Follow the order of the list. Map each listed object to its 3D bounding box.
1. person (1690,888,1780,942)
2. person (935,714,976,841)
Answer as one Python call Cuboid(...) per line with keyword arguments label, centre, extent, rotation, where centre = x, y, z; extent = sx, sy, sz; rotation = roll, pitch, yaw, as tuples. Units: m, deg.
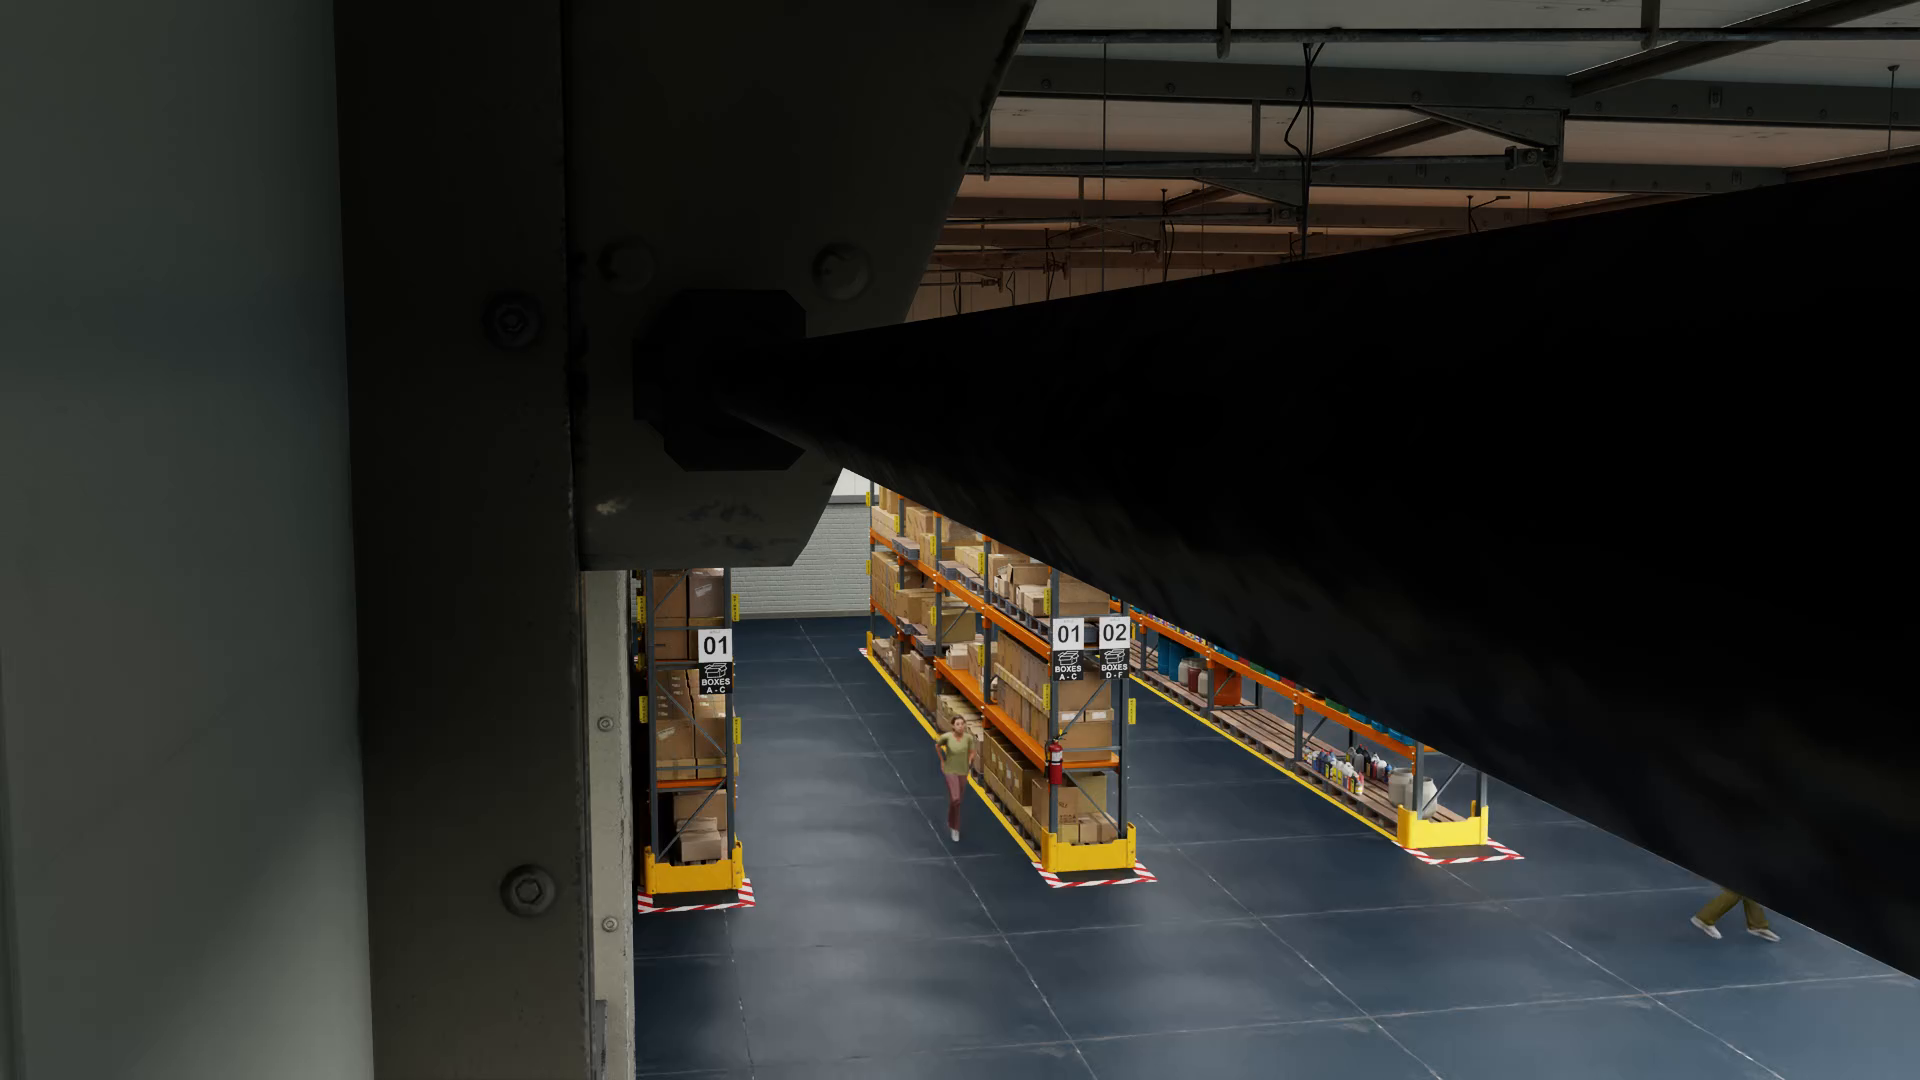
Cuboid(label="person", centre=(8.535, 3.519, 18.207), extent=(0.981, 1.804, 0.698), rotation=(1, 6, 9))
Cuboid(label="person", centre=(-0.044, 3.175, 22.444), extent=(0.493, 1.699, 0.799), rotation=(-2, 6, -21))
